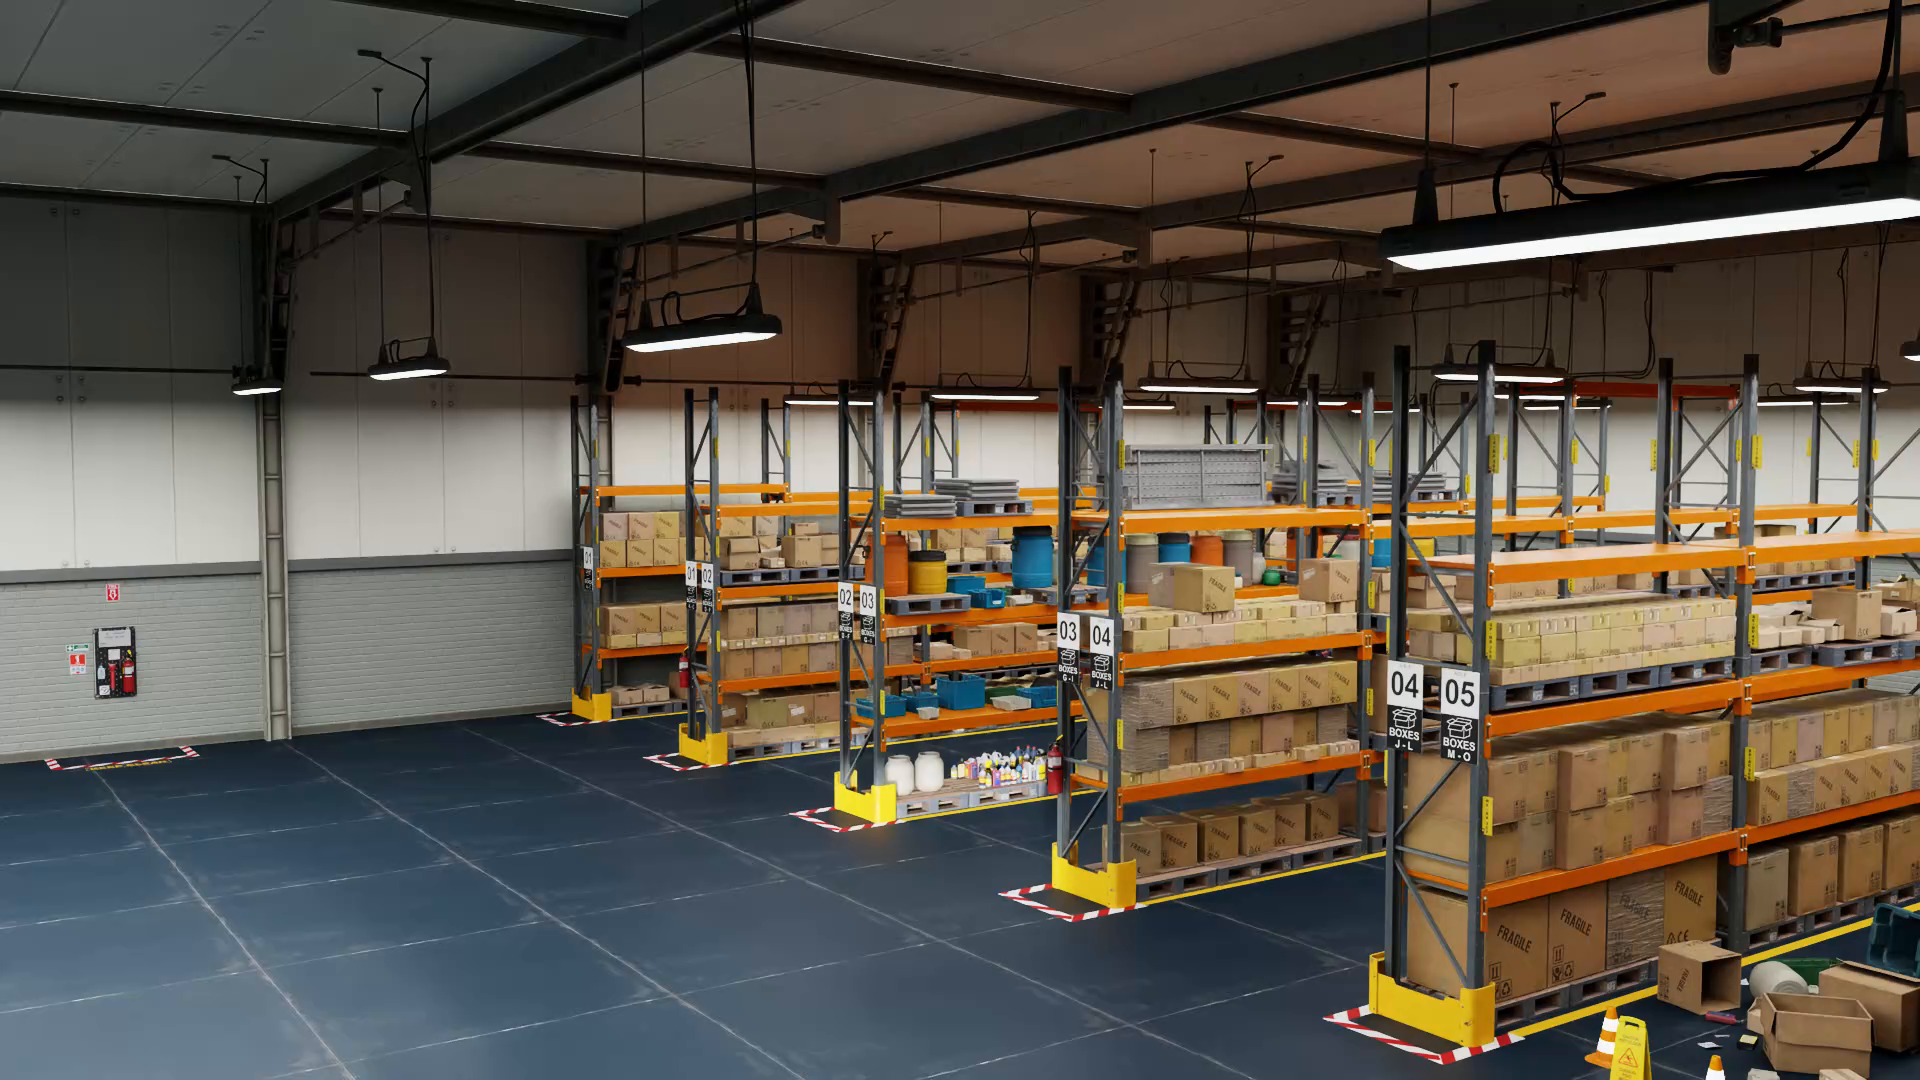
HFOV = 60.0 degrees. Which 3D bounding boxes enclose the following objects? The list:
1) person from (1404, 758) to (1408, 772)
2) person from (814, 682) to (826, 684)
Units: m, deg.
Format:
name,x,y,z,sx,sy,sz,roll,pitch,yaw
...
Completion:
name,x,y,z,sx,sy,sz,roll,pitch,yaw
person,6.857,2.775,25.197,0.574,1.783,0.589,1,4,16
person,-2.754,2.390,32.070,0.408,1.679,0.489,2,4,28
